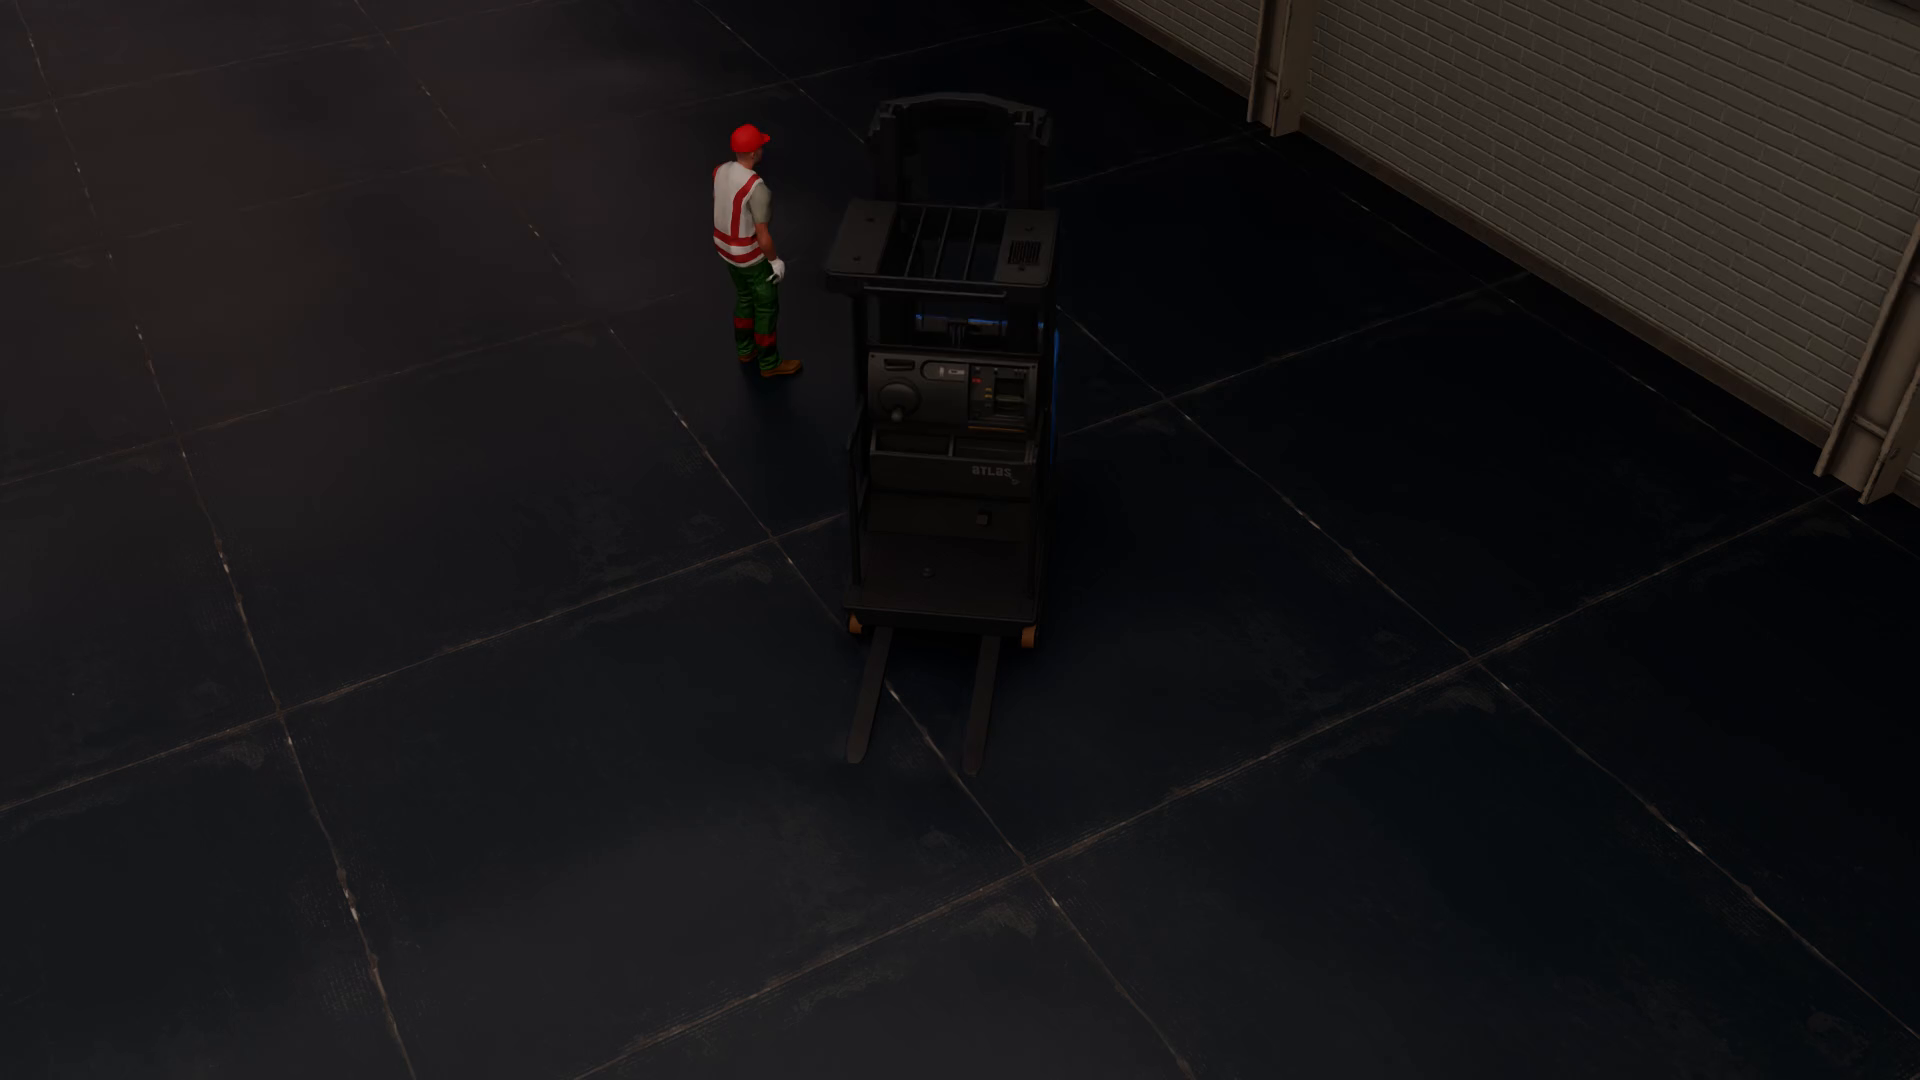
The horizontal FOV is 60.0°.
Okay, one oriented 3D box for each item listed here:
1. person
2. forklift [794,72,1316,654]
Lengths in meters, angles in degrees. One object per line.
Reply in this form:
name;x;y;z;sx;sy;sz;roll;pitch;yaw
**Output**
person;-1.422;-1.974;11.322;0.630;1.778;0.446;23;45;26
forklift;0.573;-0.957;9.190;3.031;2.935;1.130;18;43;20
